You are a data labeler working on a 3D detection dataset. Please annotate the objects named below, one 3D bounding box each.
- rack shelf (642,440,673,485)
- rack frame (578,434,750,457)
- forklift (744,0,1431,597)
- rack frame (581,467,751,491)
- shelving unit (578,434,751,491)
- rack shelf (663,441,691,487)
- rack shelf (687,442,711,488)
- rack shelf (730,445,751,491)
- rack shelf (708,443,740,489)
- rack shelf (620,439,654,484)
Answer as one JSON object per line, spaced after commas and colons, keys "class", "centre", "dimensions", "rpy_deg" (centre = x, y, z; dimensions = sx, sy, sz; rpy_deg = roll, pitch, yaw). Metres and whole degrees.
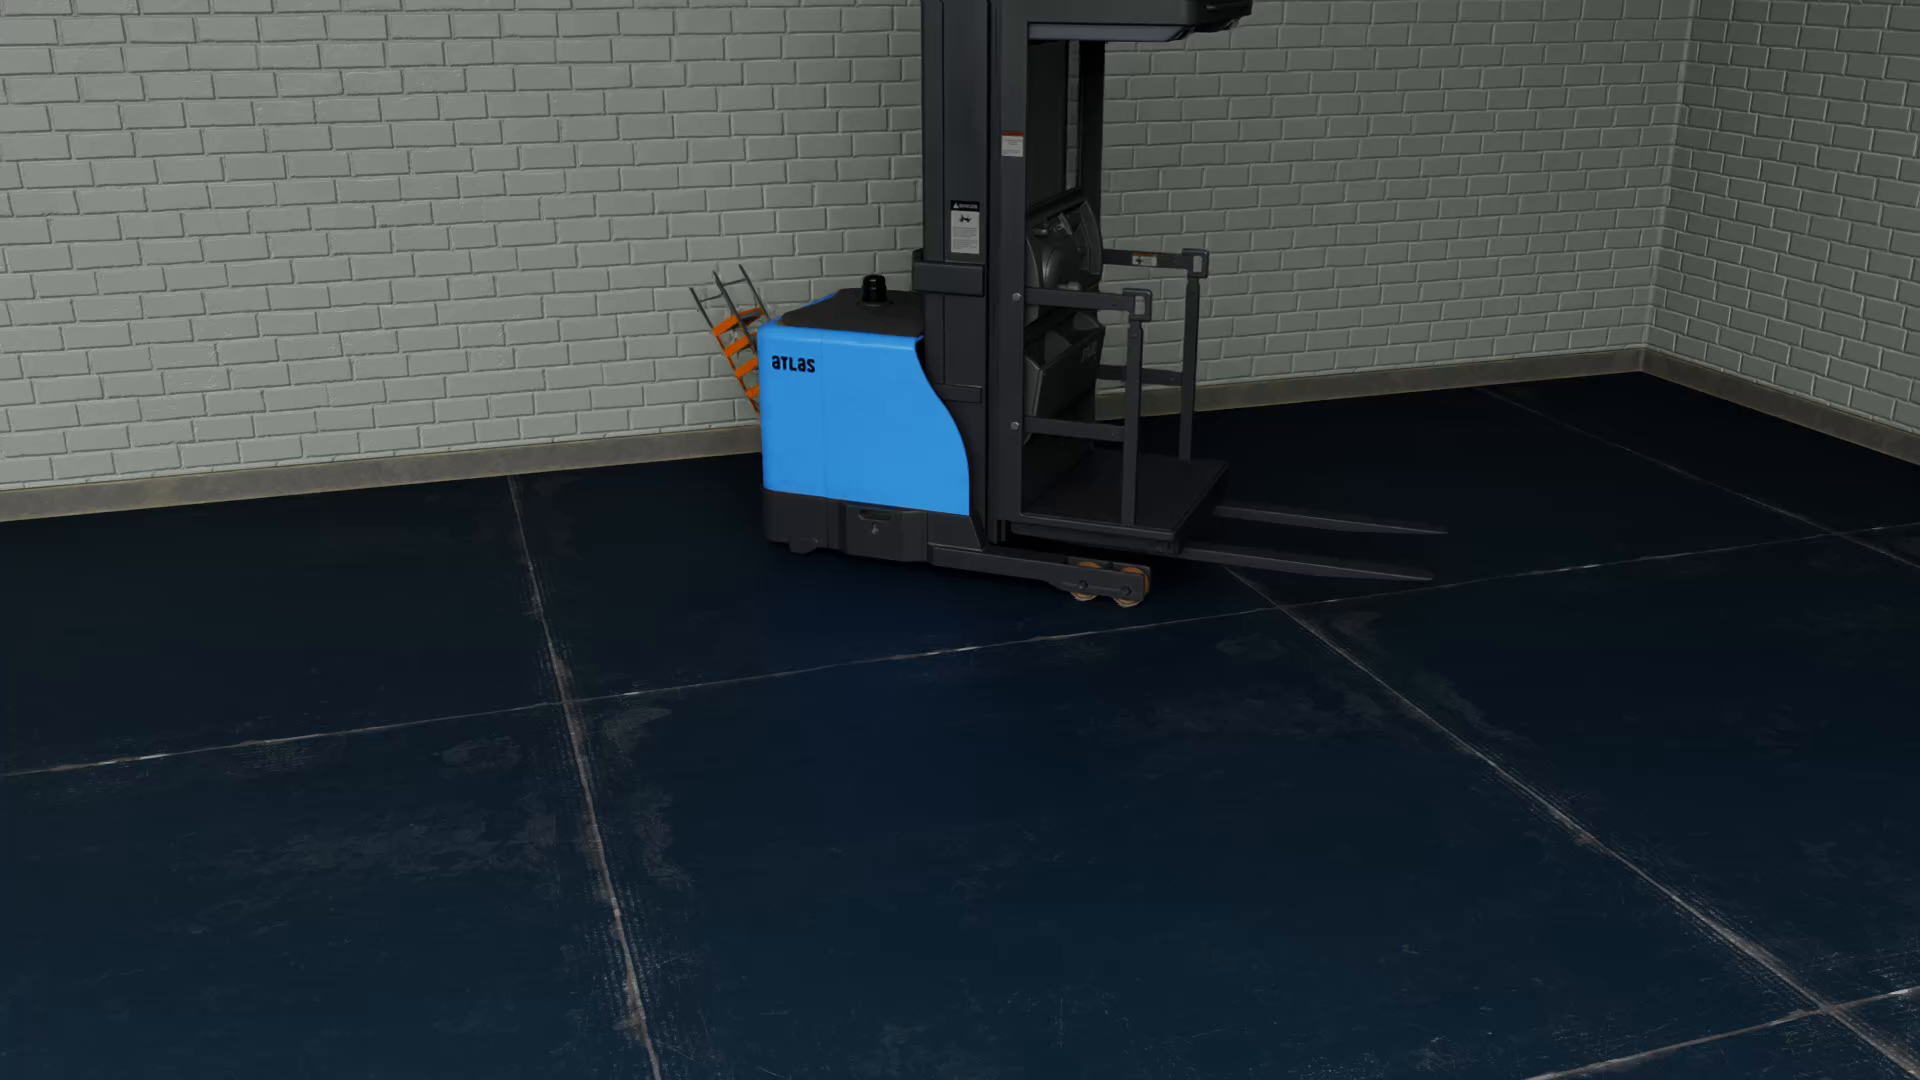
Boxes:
{"class": "rack shelf", "centre": [-1.583, -0.415, 8.786], "dimensions": [0.103, 0.180, 0.258], "rpy_deg": [4, 20, 10]}
{"class": "rack frame", "centre": [-1.391, -0.489, 8.720], "dimensions": [1.200, 0.006, 0.240], "rpy_deg": [4, 20, 10]}
{"class": "forklift", "centre": [0.605, -1.330, 7.285], "dimensions": [3.031, 2.935, 1.130], "rpy_deg": [5, 20, 13]}
{"class": "rack frame", "centre": [-1.391, -0.317, 8.782], "dimensions": [1.200, 0.006, 0.240], "rpy_deg": [4, 20, 10]}
{"class": "shelving unit", "centre": [-1.391, -0.403, 8.751], "dimensions": [1.200, 0.189, 0.258], "rpy_deg": [4, 20, 10]}
{"class": "rack shelf", "centre": [-1.465, -0.408, 8.765], "dimensions": [0.103, 0.180, 0.258], "rpy_deg": [4, 20, 10]}
{"class": "rack shelf", "centre": [-1.347, -0.400, 8.743], "dimensions": [0.103, 0.180, 0.258], "rpy_deg": [4, 20, 10]}
{"class": "rack shelf", "centre": [-1.112, -0.385, 8.701], "dimensions": [0.103, 0.180, 0.258], "rpy_deg": [4, 20, 10]}
{"class": "rack shelf", "centre": [-1.230, -0.392, 8.722], "dimensions": [0.103, 0.180, 0.258], "rpy_deg": [4, 20, 10]}
{"class": "rack shelf", "centre": [-1.701, -0.423, 8.807], "dimensions": [0.103, 0.180, 0.258], "rpy_deg": [4, 20, 10]}
